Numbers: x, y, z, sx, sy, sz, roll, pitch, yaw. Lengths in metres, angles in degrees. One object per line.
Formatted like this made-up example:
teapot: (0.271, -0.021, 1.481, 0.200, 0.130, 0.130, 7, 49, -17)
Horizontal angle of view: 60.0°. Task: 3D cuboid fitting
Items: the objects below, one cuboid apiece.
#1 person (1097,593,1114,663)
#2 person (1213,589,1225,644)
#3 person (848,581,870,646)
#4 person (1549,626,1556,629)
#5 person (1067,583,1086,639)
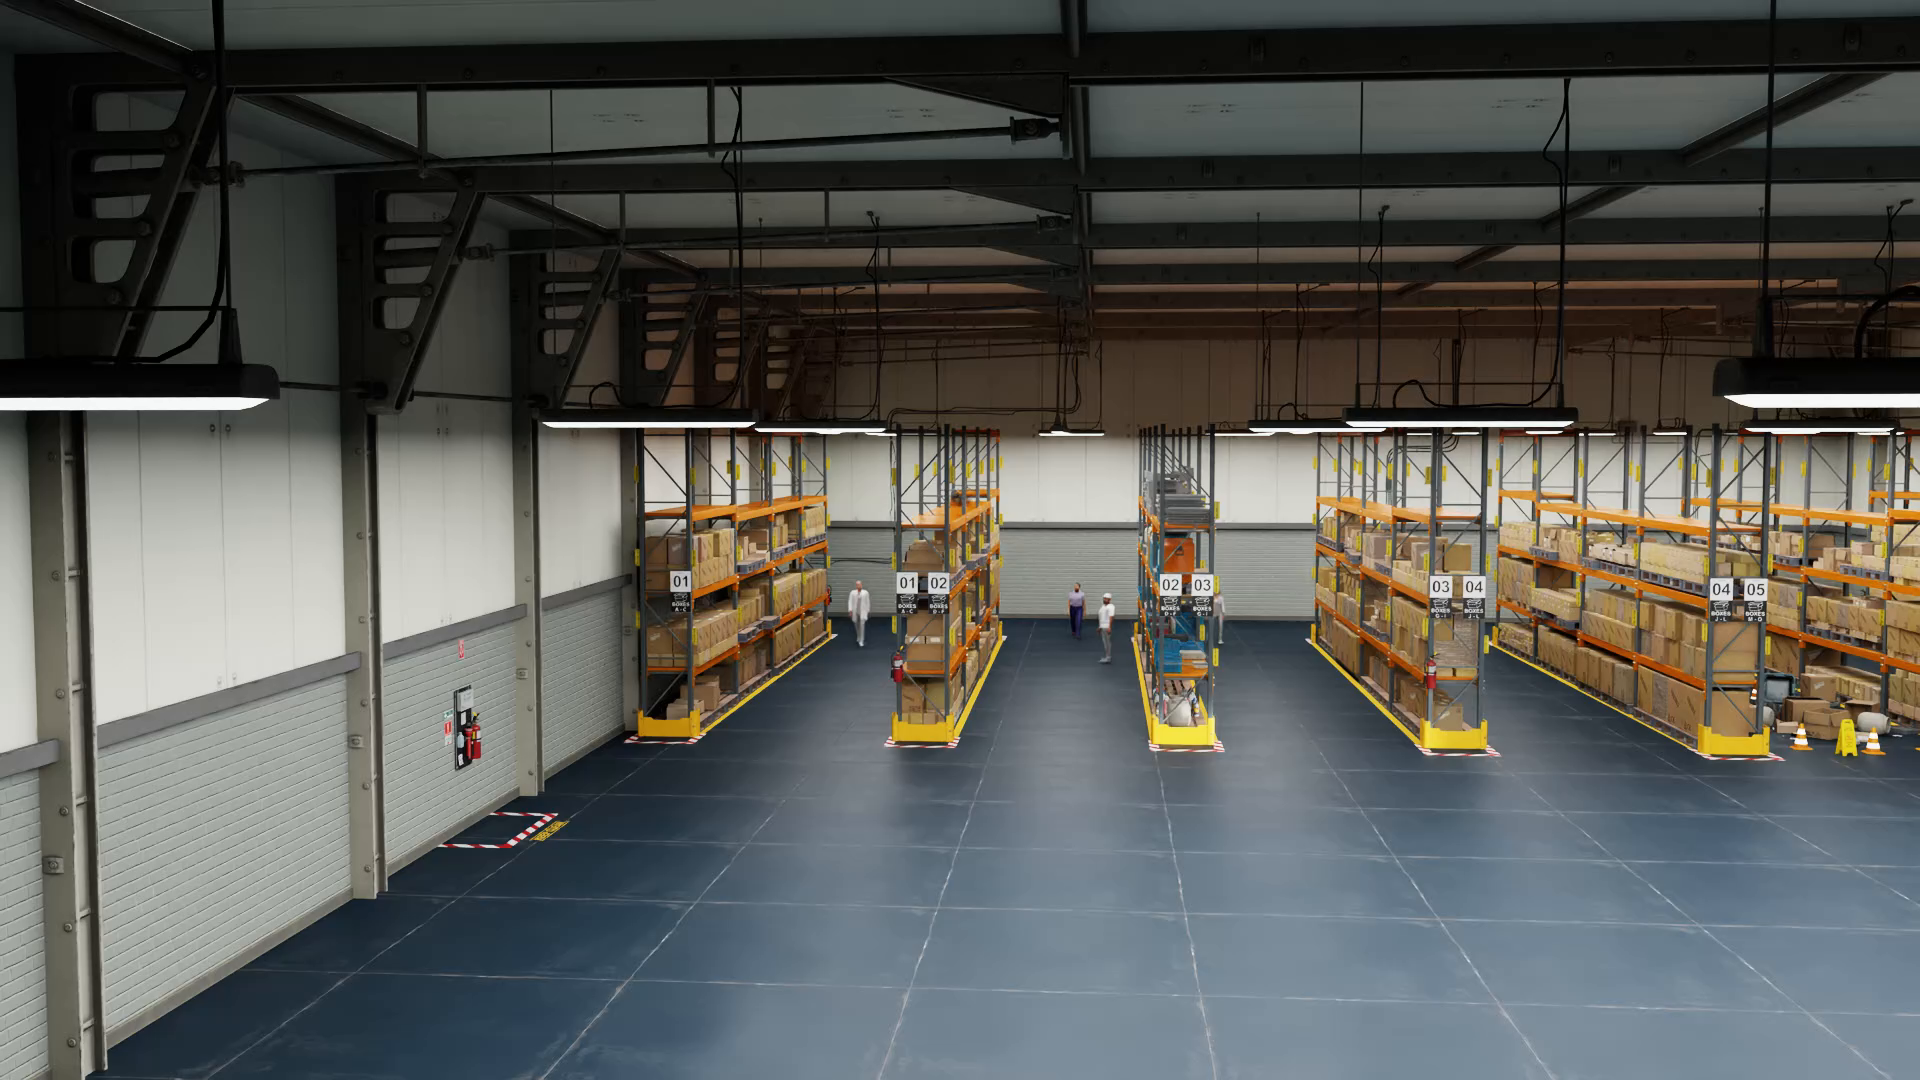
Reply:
person: (3.736, 2.242, 42.586, 0.400, 1.764, 0.636, 0, 3, -6)
person: (7.173, 2.101, 46.560, 0.469, 1.551, 0.788, 0, 3, -5)
person: (-2.834, 2.022, 46.252, 0.566, 1.743, 1.018, 0, 3, 7)
person: (17.169, 1.975, 48.117, 0.623, 1.704, 0.480, -1, 4, -16)
person: (3.346, 2.025, 47.658, 0.527, 1.603, 0.928, 1, 4, 12)
